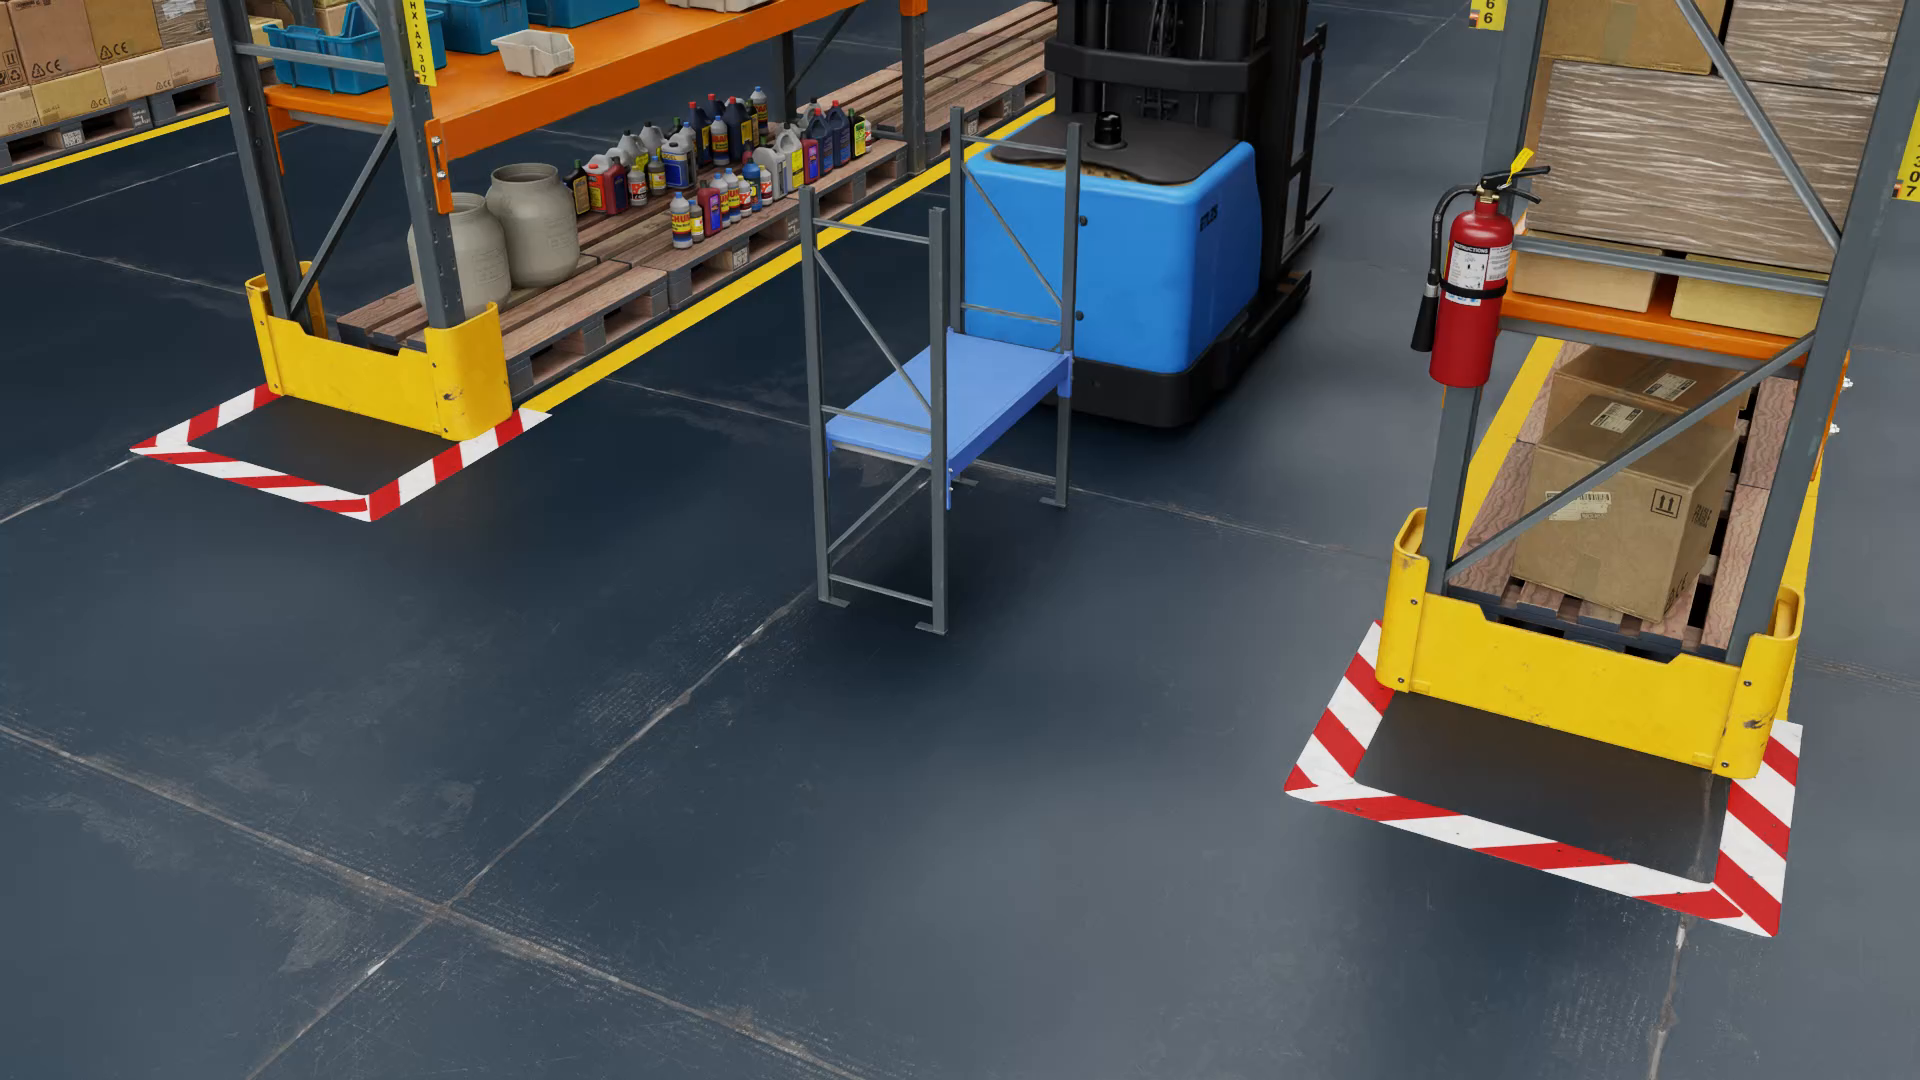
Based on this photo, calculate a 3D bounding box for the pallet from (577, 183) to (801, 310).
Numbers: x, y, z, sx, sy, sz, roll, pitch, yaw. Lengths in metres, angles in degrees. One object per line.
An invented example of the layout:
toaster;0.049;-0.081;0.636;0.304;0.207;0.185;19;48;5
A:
pallet;-1.579;-1.601;8.826;1.003;0.211;1.213;14;33;23

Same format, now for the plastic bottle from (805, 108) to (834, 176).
plastic bottle;-0.806;-2.247;9.370;0.144;0.351;0.185;13;32;21

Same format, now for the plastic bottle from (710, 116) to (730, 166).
plastic bottle;-1.377;-2.294;9.530;0.097;0.271;0.097;0;30;0

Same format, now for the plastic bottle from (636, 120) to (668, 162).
plastic bottle;-1.698;-2.148;9.196;0.144;0.351;0.185;14;33;23

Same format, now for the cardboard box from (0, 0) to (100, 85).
cardboard box;-5.783;-3.160;10.327;0.500;0.500;0.500;14;33;23

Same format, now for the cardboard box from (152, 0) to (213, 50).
cardboard box;-5.344;-3.607;11.106;0.500;0.500;0.500;14;33;23

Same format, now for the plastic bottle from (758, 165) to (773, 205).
plastic bottle;-1.060;-1.910;8.932;0.097;0.201;0.097;0;30;0

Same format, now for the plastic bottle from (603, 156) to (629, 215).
plastic bottle;-1.823;-1.876;8.791;0.061;0.283;0.133;14;33;23

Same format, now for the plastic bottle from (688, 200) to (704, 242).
plastic bottle;-1.353;-1.624;8.435;0.097;0.201;0.097;0;30;0

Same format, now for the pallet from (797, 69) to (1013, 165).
pallet;-0.358;-2.789;10.895;1.003;0.211;1.213;14;33;23

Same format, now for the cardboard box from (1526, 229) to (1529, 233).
cardboard box;2.034;-1.042;5.305;0.380;0.149;0.250;14;33;23

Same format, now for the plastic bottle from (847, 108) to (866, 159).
plastic bottle;-0.607;-2.366;9.644;0.061;0.283;0.133;16;34;26

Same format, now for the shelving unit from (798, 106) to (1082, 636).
shelving unit;-0.039;-0.613;5.811;0.538;1.500;1.048;14;33;23

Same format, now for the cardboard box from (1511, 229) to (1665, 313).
cardboard box;1.852;-0.809;4.898;0.380;0.149;0.250;14;33;23

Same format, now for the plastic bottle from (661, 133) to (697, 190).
plastic bottle;-1.555;-2.093;9.175;0.152;0.276;0.135;14;33;23

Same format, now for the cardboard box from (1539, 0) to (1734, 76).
cardboard box;1.936;-1.650;4.709;0.500;0.500;0.500;14;33;23

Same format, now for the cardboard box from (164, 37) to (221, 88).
cardboard box;-5.342;-3.282;11.292;0.500;0.250;0.500;14;33;23

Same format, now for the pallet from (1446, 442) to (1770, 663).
pallet;2.342;0.079;5.901;1.003;0.211;1.213;14;33;23

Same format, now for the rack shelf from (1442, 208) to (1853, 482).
rack shelf;2.817;-1.319;6.257;1.077;0.370;4.000;14;33;23

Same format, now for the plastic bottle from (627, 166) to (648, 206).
plastic bottle;-1.735;-1.906;8.925;0.097;0.201;0.097;0;30;0

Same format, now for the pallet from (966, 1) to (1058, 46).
pallet;0.753;-3.871;12.778;1.003;0.211;1.213;14;33;23

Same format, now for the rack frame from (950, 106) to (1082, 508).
rack frame;0.193;-0.838;6.203;0.500;1.500;0.032;14;33;23

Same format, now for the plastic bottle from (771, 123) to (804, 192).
plastic bottle;-0.953;-2.104;9.120;0.144;0.351;0.185;14;33;23

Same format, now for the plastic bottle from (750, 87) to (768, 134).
plastic bottle;-1.217;-2.607;10.076;0.097;0.271;0.097;0;30;0

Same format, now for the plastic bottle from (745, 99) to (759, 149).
plastic bottle;-1.245;-2.439;9.771;0.061;0.283;0.133;14;33;23

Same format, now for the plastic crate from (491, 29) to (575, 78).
plastic crate;-1.809;-2.077;7.120;0.298;0.136;0.250;14;33;23

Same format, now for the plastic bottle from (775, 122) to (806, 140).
plastic bottle;-0.949;-2.237;9.428;0.152;0.276;0.135;14;33;23

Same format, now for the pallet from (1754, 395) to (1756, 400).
pallet;3.453;-1.003;7.784;1.003;0.211;1.213;14;33;23

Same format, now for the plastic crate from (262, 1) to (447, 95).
plastic crate;-2.542;-2.093;7.033;0.499;0.251;0.616;14;33;23

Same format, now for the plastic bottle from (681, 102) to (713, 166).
plastic bottle;-1.504;-2.336;9.524;0.144;0.351;0.185;13;32;21

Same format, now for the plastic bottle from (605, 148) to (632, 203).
plastic bottle;-1.855;-1.958;8.941;0.152;0.276;0.135;13;32;22

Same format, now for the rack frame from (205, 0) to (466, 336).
rack frame;-2.503;-1.868;6.491;1.000;3.000;0.127;14;33;23

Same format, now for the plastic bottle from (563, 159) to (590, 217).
plastic bottle;-2.020;-1.850;8.746;0.061;0.283;0.133;15;33;24

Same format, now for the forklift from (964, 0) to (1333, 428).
forklift;1.101;-2.449;7.571;1.130;2.935;3.031;14;33;22

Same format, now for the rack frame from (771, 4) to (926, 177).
rack frame;-0.681;-3.641;9.579;1.000;3.000;0.127;14;33;23

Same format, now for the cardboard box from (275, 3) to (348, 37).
cardboard box;-4.685;-3.879;12.332;0.500;0.250;0.500;13;33;22

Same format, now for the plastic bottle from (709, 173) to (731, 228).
plastic bottle;-1.244;-1.761;8.602;0.097;0.271;0.097;0;30;0

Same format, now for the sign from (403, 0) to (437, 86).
sign;-2.016;-1.861;6.201;0.100;0.325;0.005;14;33;23

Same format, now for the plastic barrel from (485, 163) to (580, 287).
plastic barrel;-2.043;-1.503;7.931;0.421;0.512;0.421;0;30;0

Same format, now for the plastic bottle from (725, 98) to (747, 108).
plastic bottle;-1.340;-2.460;9.814;0.152;0.276;0.135;16;33;25

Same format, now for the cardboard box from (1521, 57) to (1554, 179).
cardboard box;2.302;-1.403;5.282;0.875;0.500;0.500;14;33;23

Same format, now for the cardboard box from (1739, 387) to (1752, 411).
cardboard box;3.043;-0.899;6.892;0.500;0.500;0.500;11;32;19

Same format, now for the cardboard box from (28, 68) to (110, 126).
cardboard box;-5.784;-2.835;10.514;0.500;0.250;0.500;14;33;23

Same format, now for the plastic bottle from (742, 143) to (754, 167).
plastic bottle;-1.125;-2.028;9.055;0.061;0.283;0.133;14;33;23

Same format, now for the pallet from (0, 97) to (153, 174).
pallet;-6.043;-2.672;10.690;1.003;0.211;1.213;14;33;23

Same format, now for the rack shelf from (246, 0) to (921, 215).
rack shelf;-1.592;-2.443;8.214;1.077;0.370;4.000;14;33;23

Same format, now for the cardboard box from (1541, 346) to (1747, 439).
cardboard box;2.447;-0.388;6.003;0.500;0.500;0.500;24;38;36

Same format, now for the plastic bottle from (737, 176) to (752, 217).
plastic bottle;-1.153;-1.819;8.773;0.097;0.201;0.097;0;30;0

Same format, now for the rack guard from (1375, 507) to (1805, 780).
rack guard;1.940;0.306;5.215;1.175;0.500;0.348;14;33;23

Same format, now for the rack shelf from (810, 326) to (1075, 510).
rack shelf;-0.039;-0.457;5.900;0.538;0.185;1.000;14;33;23

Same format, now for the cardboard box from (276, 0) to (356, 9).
cardboard box;-4.679;-4.126;12.200;0.500;0.311;0.500;14;33;23

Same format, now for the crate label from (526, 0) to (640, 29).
crate label;-1.906;-2.761;8.010;0.502;0.435;0.616;14;33;23
